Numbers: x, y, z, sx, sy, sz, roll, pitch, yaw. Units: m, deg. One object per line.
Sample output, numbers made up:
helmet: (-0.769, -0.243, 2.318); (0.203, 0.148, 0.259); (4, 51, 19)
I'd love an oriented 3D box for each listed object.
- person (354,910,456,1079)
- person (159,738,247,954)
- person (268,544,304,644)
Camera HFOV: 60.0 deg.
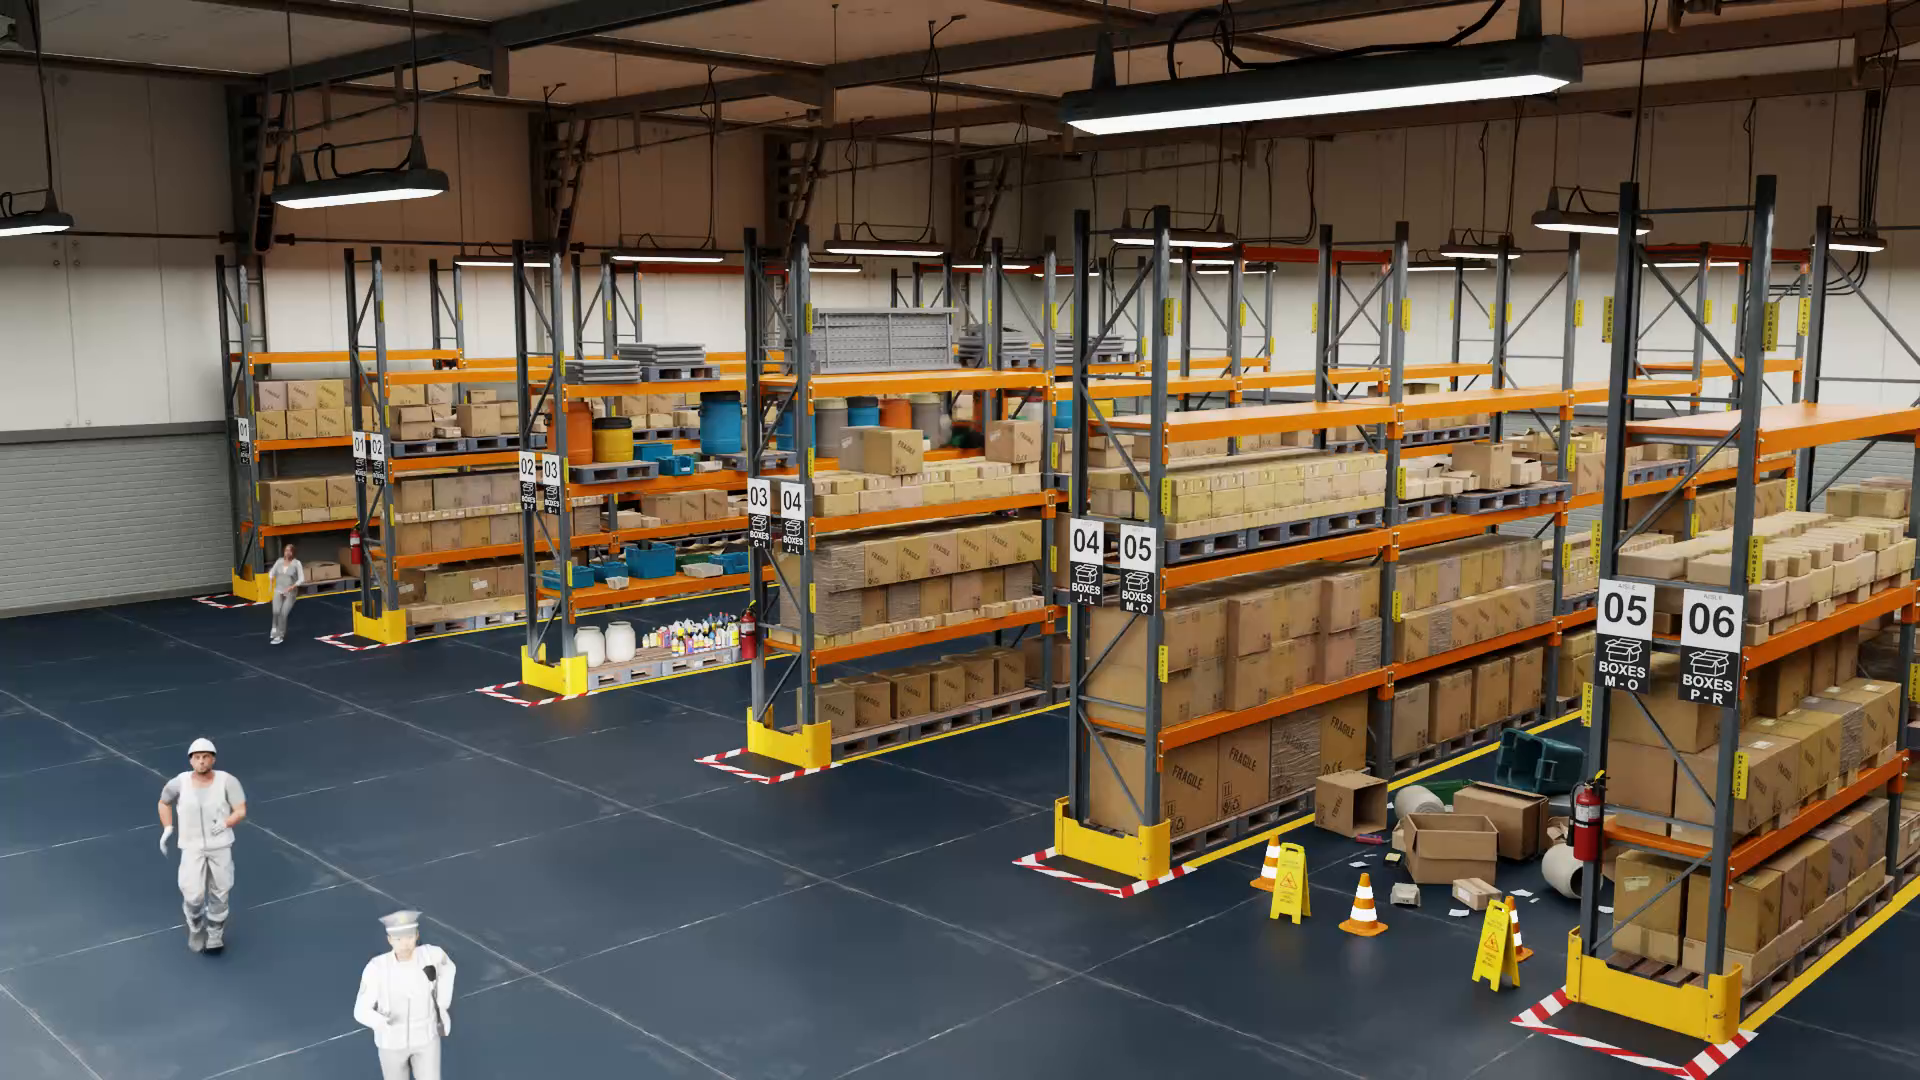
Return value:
person: (-3.238, 2.953, 9.765); (0.574, 1.707, 0.896); (-3, 9, -19)
person: (-5.952, 2.432, 13.111); (0.639, 1.741, 0.645); (-4, 9, -24)
person: (-10.260, 0.830, 25.295); (0.556, 1.527, 0.521); (-2, 8, -11)
